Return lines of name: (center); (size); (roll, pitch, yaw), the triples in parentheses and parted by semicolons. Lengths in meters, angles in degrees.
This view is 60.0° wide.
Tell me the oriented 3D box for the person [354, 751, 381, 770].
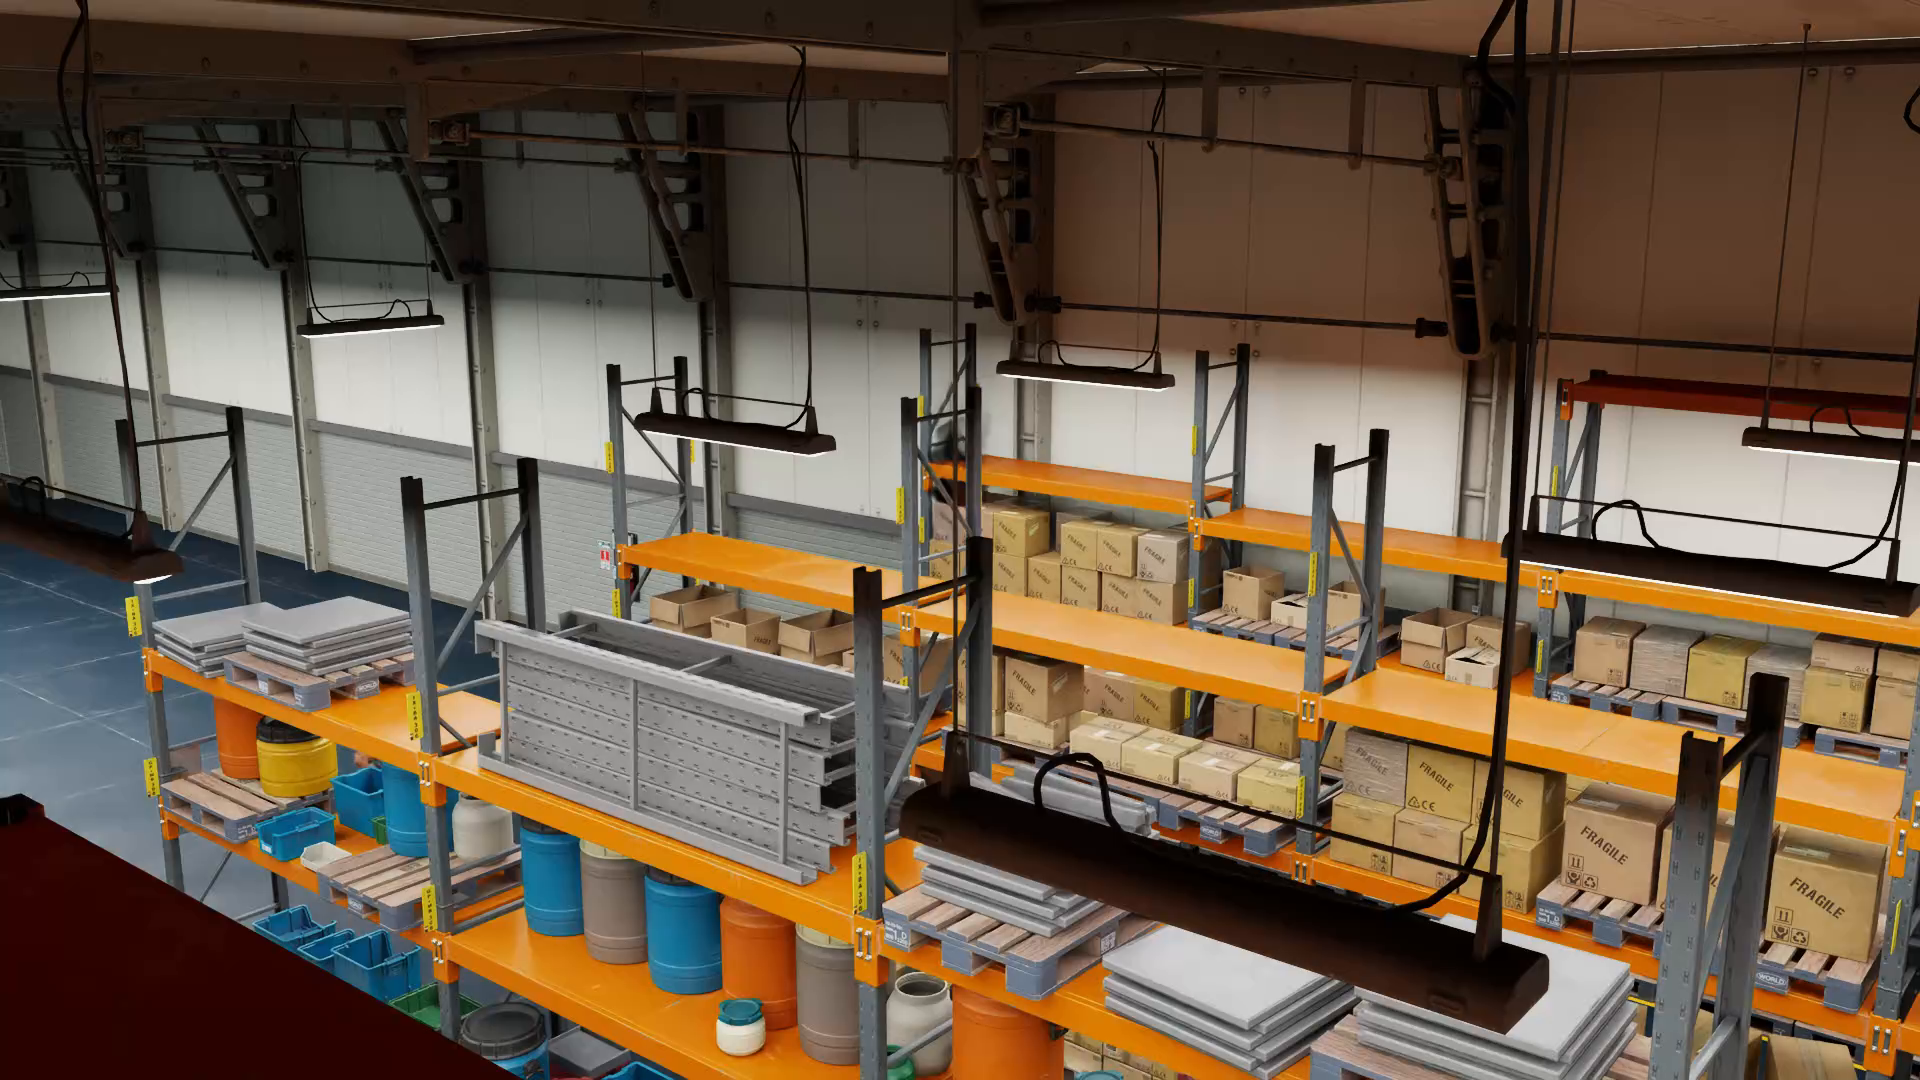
person: (-6.498, 3.117, 18.578); (0.952, 1.730, 0.668); (-5, 13, -20)
